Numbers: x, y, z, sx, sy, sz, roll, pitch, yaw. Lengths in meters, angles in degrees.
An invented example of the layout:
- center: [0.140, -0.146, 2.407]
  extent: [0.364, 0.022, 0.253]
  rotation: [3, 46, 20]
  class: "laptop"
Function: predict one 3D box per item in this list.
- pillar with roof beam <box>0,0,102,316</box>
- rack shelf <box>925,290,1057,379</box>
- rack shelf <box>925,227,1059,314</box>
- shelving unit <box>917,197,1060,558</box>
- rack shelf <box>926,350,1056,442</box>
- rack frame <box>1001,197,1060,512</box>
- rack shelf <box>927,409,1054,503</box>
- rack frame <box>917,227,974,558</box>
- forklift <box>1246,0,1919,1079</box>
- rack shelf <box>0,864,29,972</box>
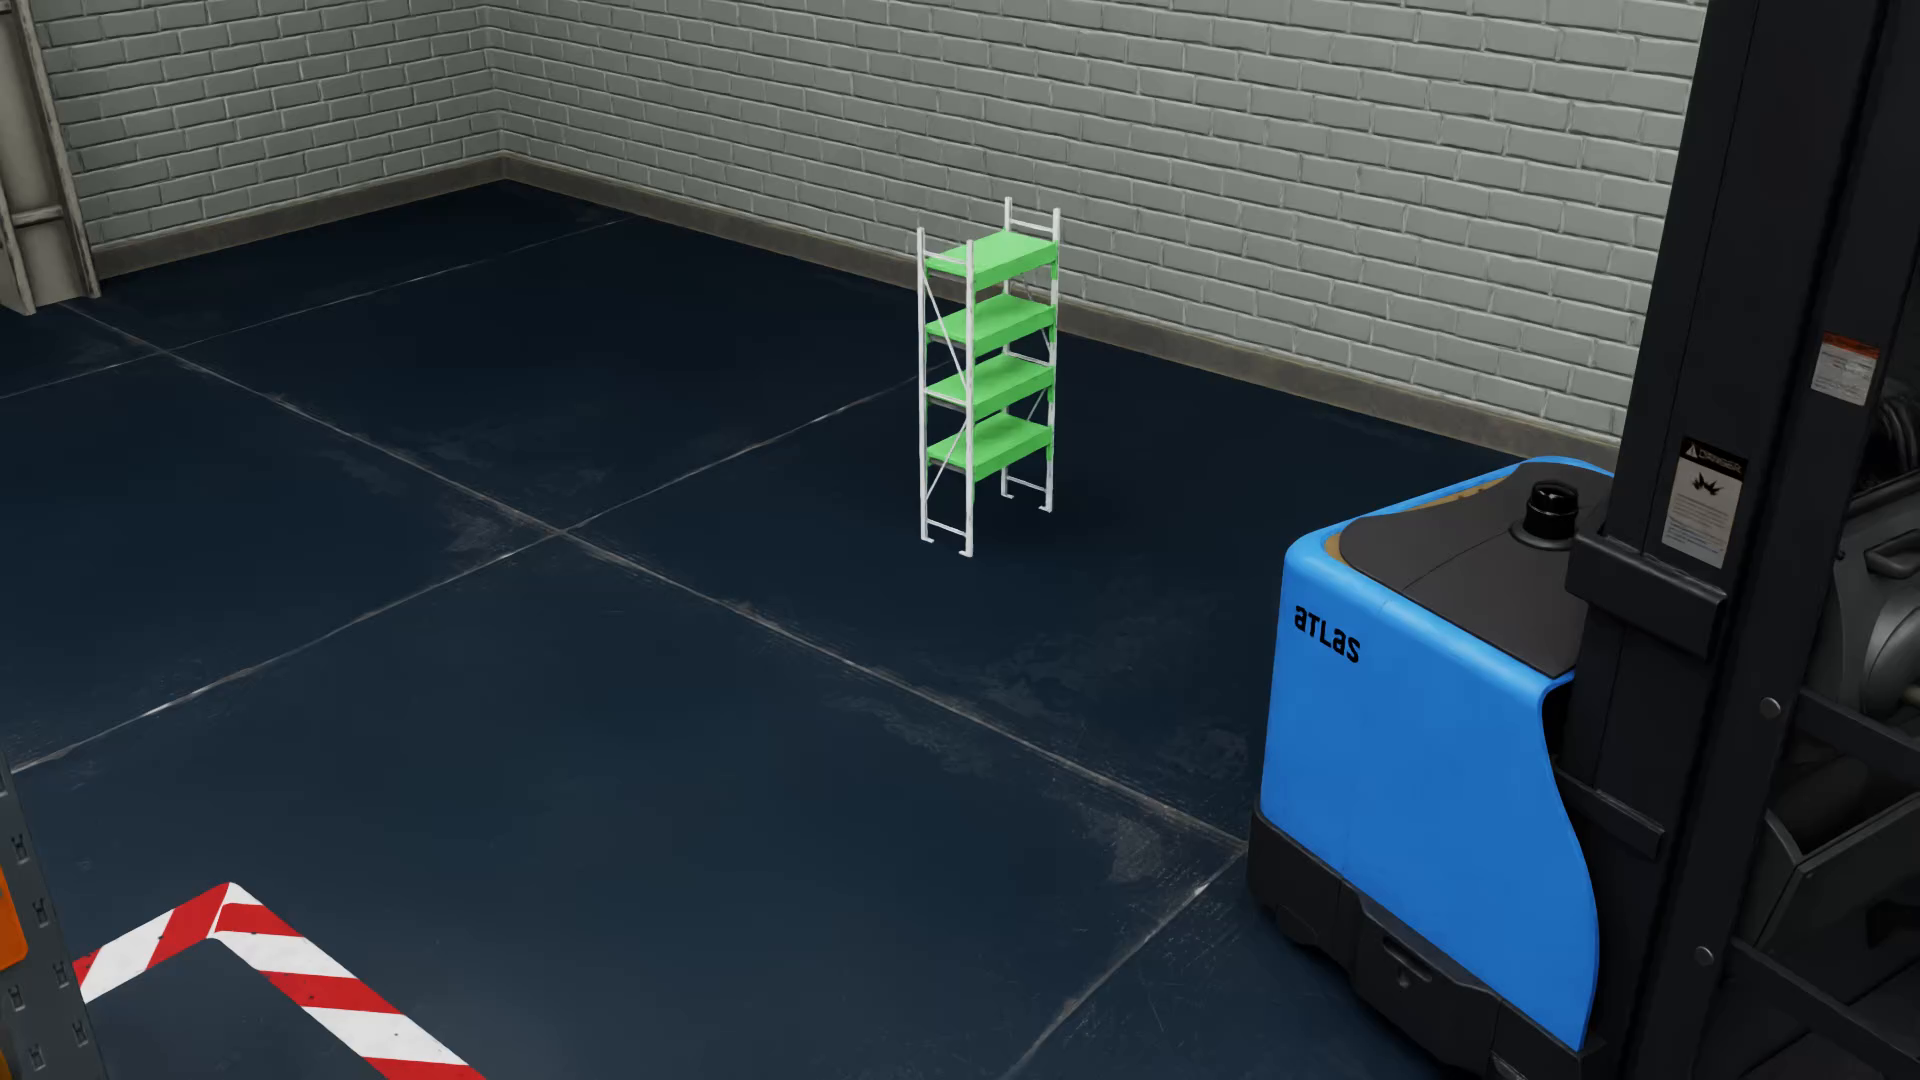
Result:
- center: [-1.420, -3.993, 4.176]
  extent: [9.100, 9.000, 0.400]
  rotation: [21, 34, 34]
  class: "pillar with roof beam"
- center: [0.105, -0.748, 6.007]
  extent: [0.258, 0.148, 0.480]
  rotation: [21, 34, 34]
  class: "rack shelf"
- center: [0.105, -0.961, 5.897]
  extent: [0.258, 0.148, 0.480]
  rotation: [21, 34, 34]
  class: "rack shelf"
- center: [0.105, -0.592, 6.088]
  extent: [0.258, 1.200, 0.503]
  rotation: [21, 34, 34]
  class: "shelving unit"
- center: [0.105, -0.535, 6.117]
  extent: [0.258, 0.148, 0.480]
  rotation: [21, 34, 34]
  class: "rack shelf"
- center: [0.261, -0.678, 6.255]
  extent: [0.240, 1.200, 0.015]
  rotation: [21, 34, 34]
  class: "rack frame"
- center: [0.105, -0.322, 6.227]
  extent: [0.258, 0.148, 0.480]
  rotation: [21, 34, 34]
  class: "rack shelf"
- center: [-0.050, -0.505, 5.921]
  extent: [0.240, 1.200, 0.015]
  rotation: [21, 34, 34]
  class: "rack frame"
- center: [1.972, 0.099, 2.869]
  extent: [1.130, 2.935, 3.031]
  rotation: [-17, 32, -29]
  class: "forklift"
- center: [-3.239, 1.098, 1.646]
  extent: [1.077, 0.370, 4.000]
  rotation: [21, 34, 34]
  class: "rack shelf"
